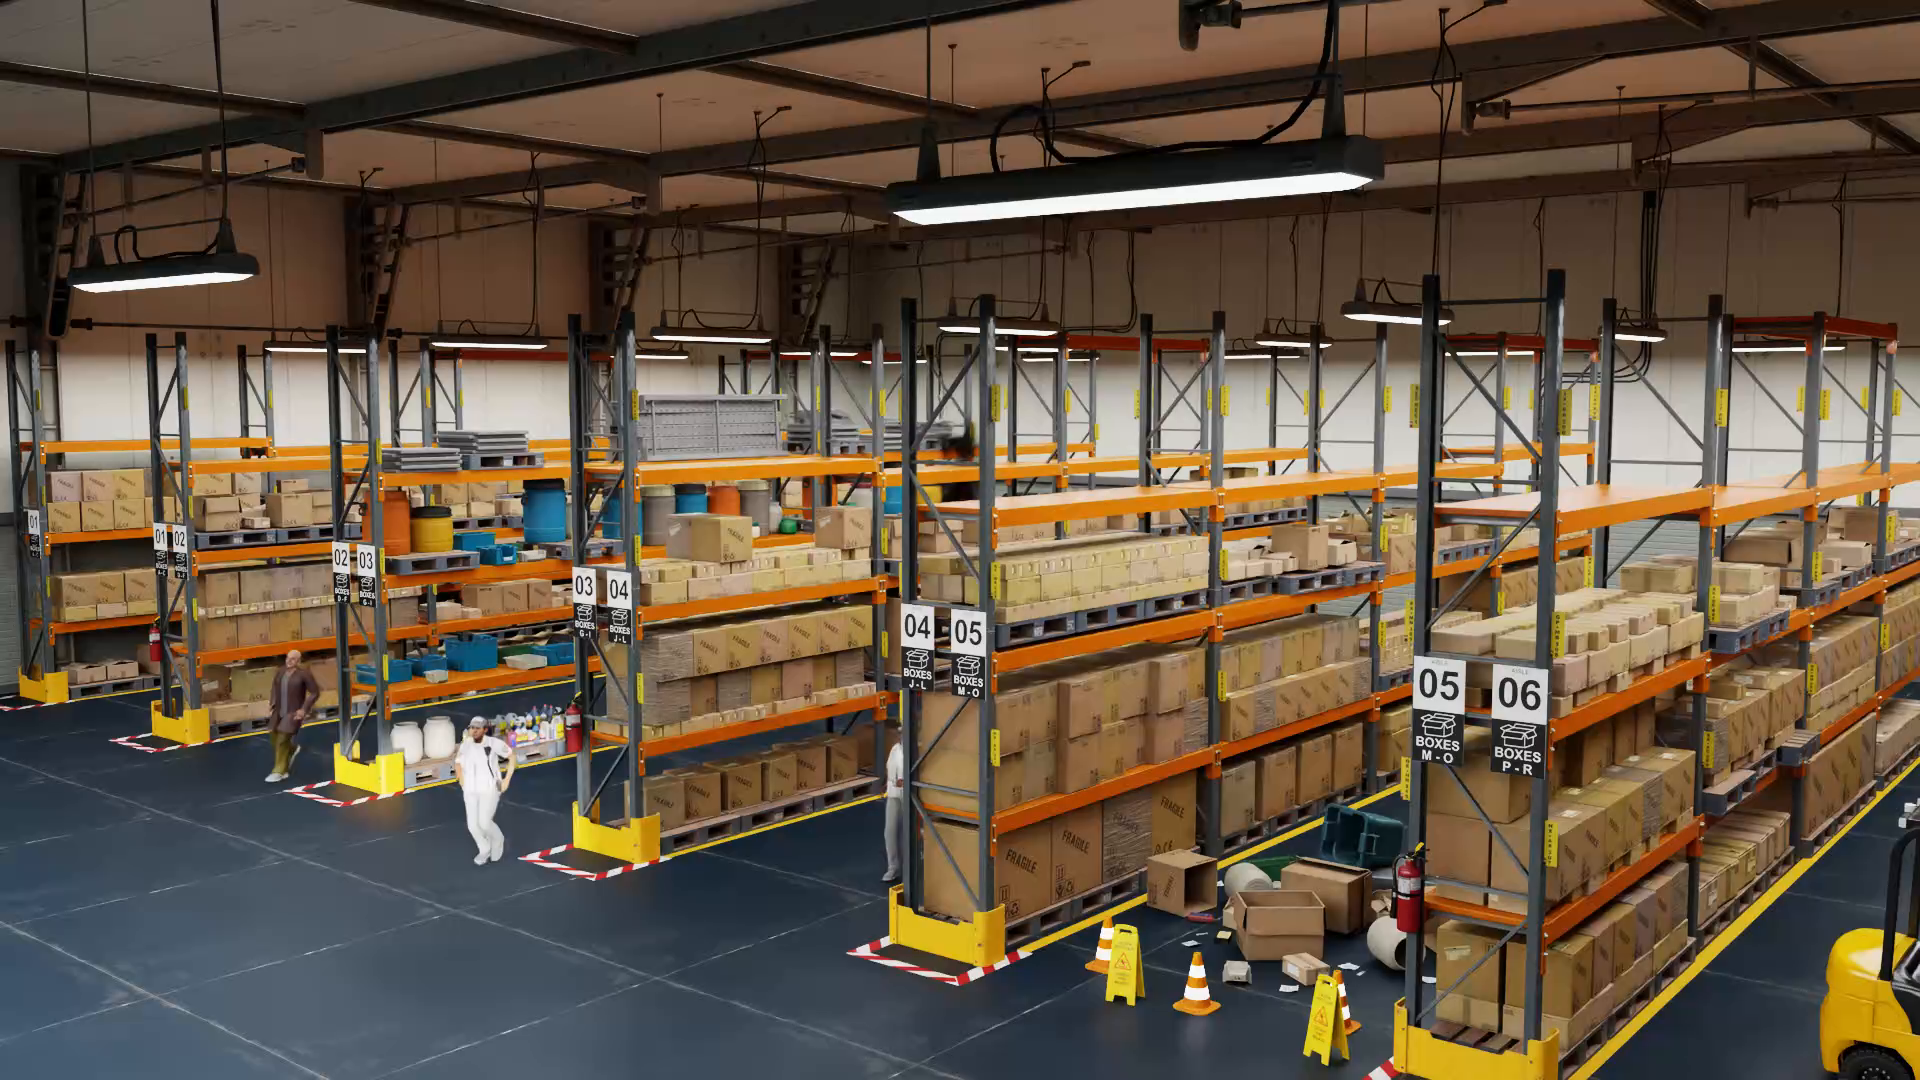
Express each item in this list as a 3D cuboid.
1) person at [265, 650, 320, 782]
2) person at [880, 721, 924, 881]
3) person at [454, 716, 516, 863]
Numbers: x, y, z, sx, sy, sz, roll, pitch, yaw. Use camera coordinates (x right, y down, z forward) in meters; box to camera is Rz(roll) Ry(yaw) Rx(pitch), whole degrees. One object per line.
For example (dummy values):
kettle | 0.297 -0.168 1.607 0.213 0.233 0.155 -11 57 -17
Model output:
person | -8.855 2.313 22.138 0.751 1.733 0.732 1 5 15
person | -0.582 2.735 17.731 0.588 1.669 0.815 3 6 30
person | -5.196 2.724 18.076 0.631 1.630 0.592 1 5 7
